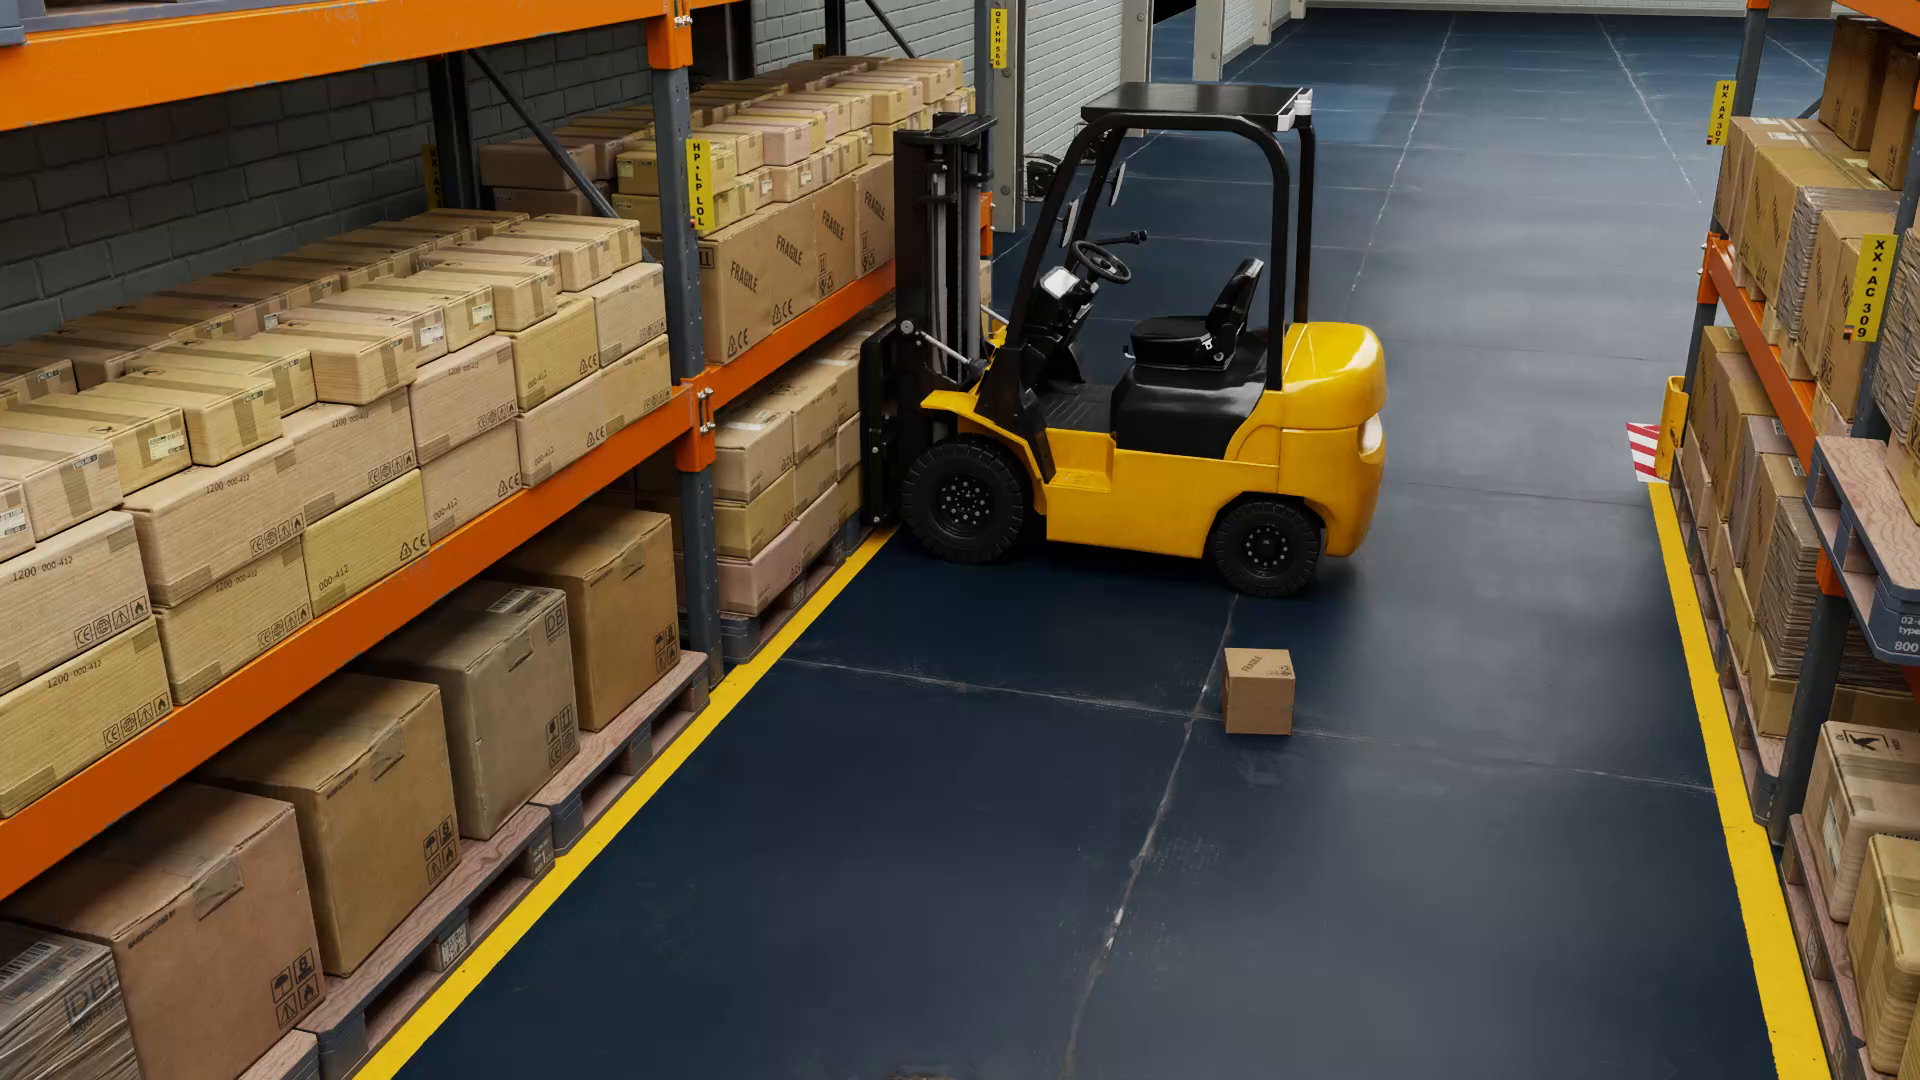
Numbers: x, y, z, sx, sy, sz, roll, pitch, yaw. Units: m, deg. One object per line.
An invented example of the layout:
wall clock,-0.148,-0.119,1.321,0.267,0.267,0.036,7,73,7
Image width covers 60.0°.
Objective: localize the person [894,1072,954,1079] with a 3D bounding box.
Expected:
person,-0.080,1.501,2.377,0.485,1.664,0.441,4,22,10
